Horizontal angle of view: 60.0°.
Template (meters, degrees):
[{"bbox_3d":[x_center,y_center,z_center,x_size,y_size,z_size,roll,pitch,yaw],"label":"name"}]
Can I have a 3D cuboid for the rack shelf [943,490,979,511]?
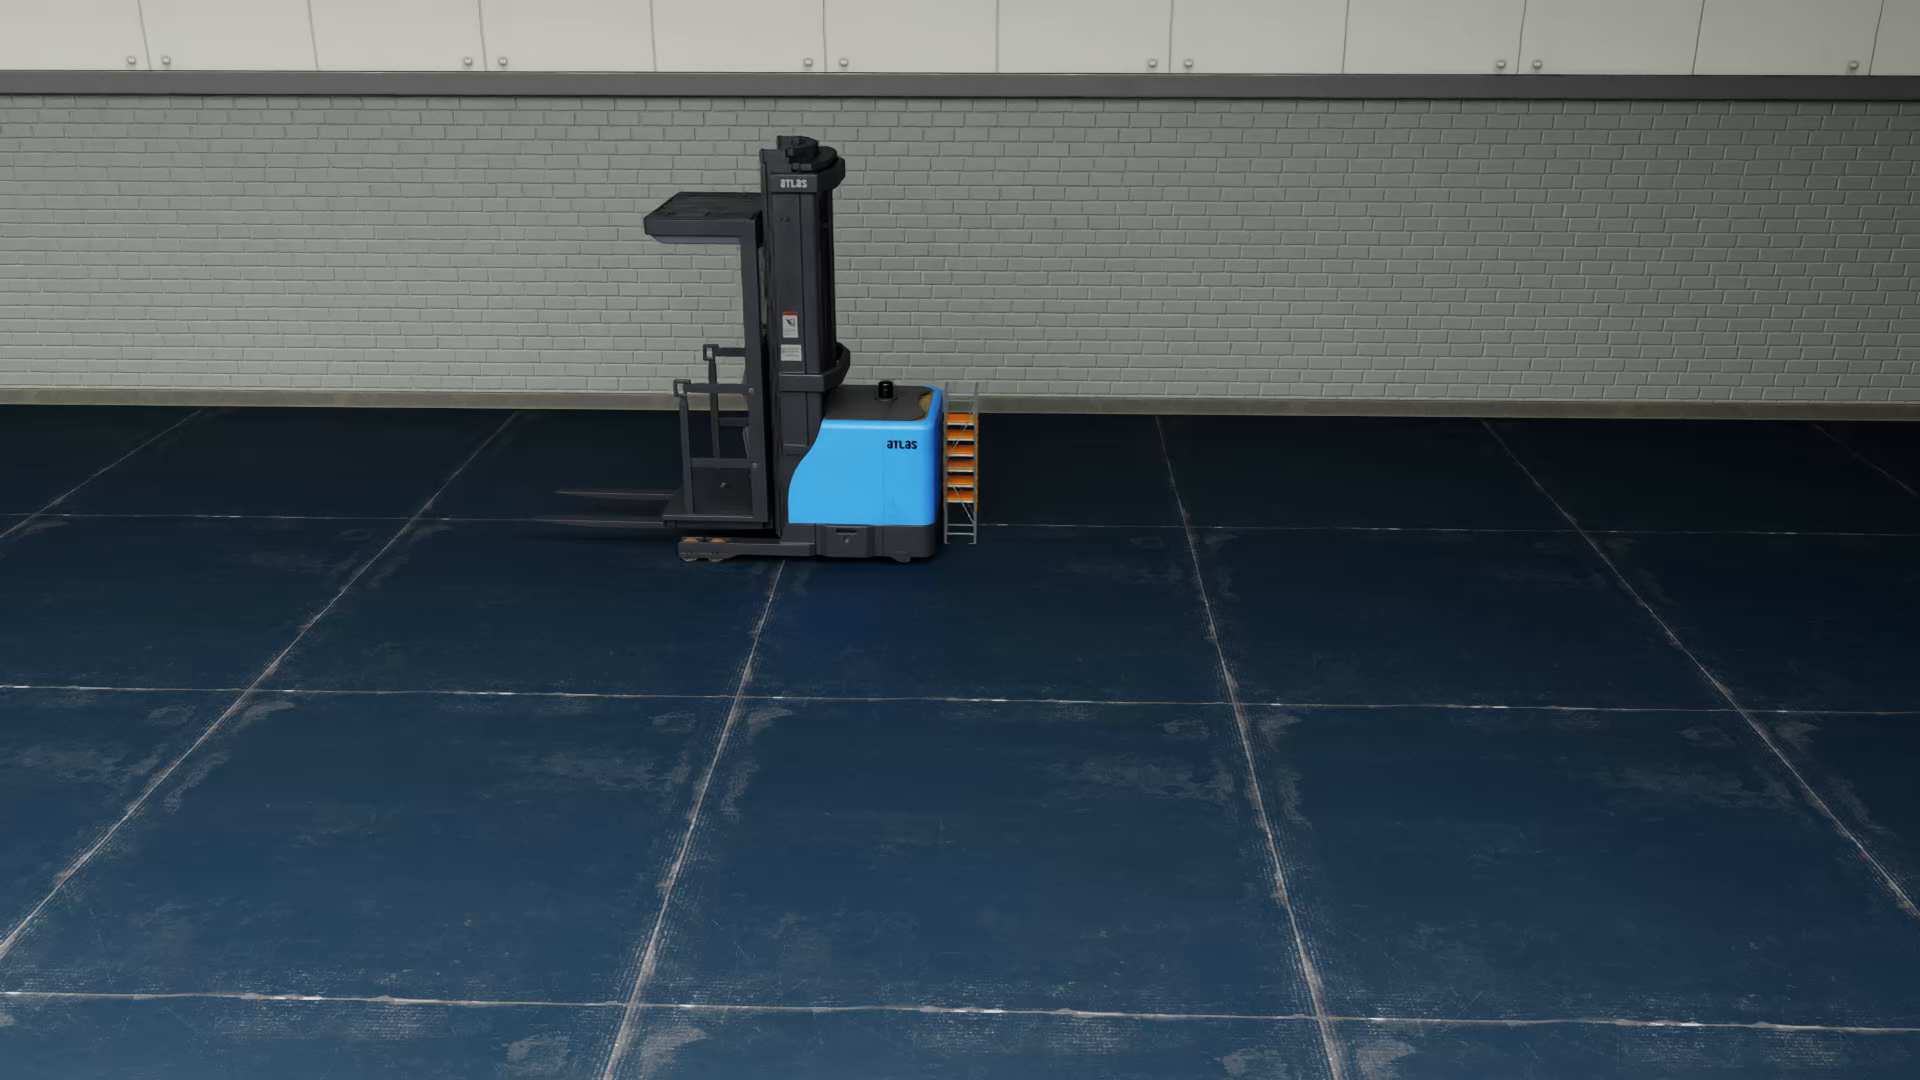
[{"bbox_3d":[0.008,-0.299,12.427,0.258,0.103,0.180,1,21,3],"label":"rack shelf"}]

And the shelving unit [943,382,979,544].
[{"bbox_3d":[0.008,-0.564,12.324,0.258,1.200,0.189,1,21,3],"label":"shelving unit"}]

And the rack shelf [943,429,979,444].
[{"bbox_3d":[0.008,-0.747,12.254,0.258,0.103,0.180,1,21,3],"label":"rack shelf"}]

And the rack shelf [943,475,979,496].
[{"bbox_3d":[0.008,-0.411,12.383,0.258,0.103,0.180,1,21,3],"label":"rack shelf"}]

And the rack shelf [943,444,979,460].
[{"bbox_3d":[0.008,-0.635,12.297,0.258,0.103,0.180,1,21,3],"label":"rack shelf"}]

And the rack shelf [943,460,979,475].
[{"bbox_3d":[0.008,-0.523,12.340,0.258,0.103,0.180,1,21,3],"label":"rack shelf"}]

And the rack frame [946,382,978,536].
[{"bbox_3d":[0.014,-0.597,12.409,0.240,1.200,0.006,1,21,3],"label":"rack frame"}]

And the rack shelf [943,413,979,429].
[{"bbox_3d":[0.008,-0.859,12.210,0.258,0.103,0.180,1,21,3],"label":"rack shelf"}]

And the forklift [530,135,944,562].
[{"bbox_3d":[-1.654,-1.395,12.074,3.031,2.935,1.130,1,21,3],"label":"forklift"}]

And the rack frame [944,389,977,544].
[{"bbox_3d":[0.002,-0.531,12.239,0.240,1.200,0.006,1,21,3],"label":"rack frame"}]
